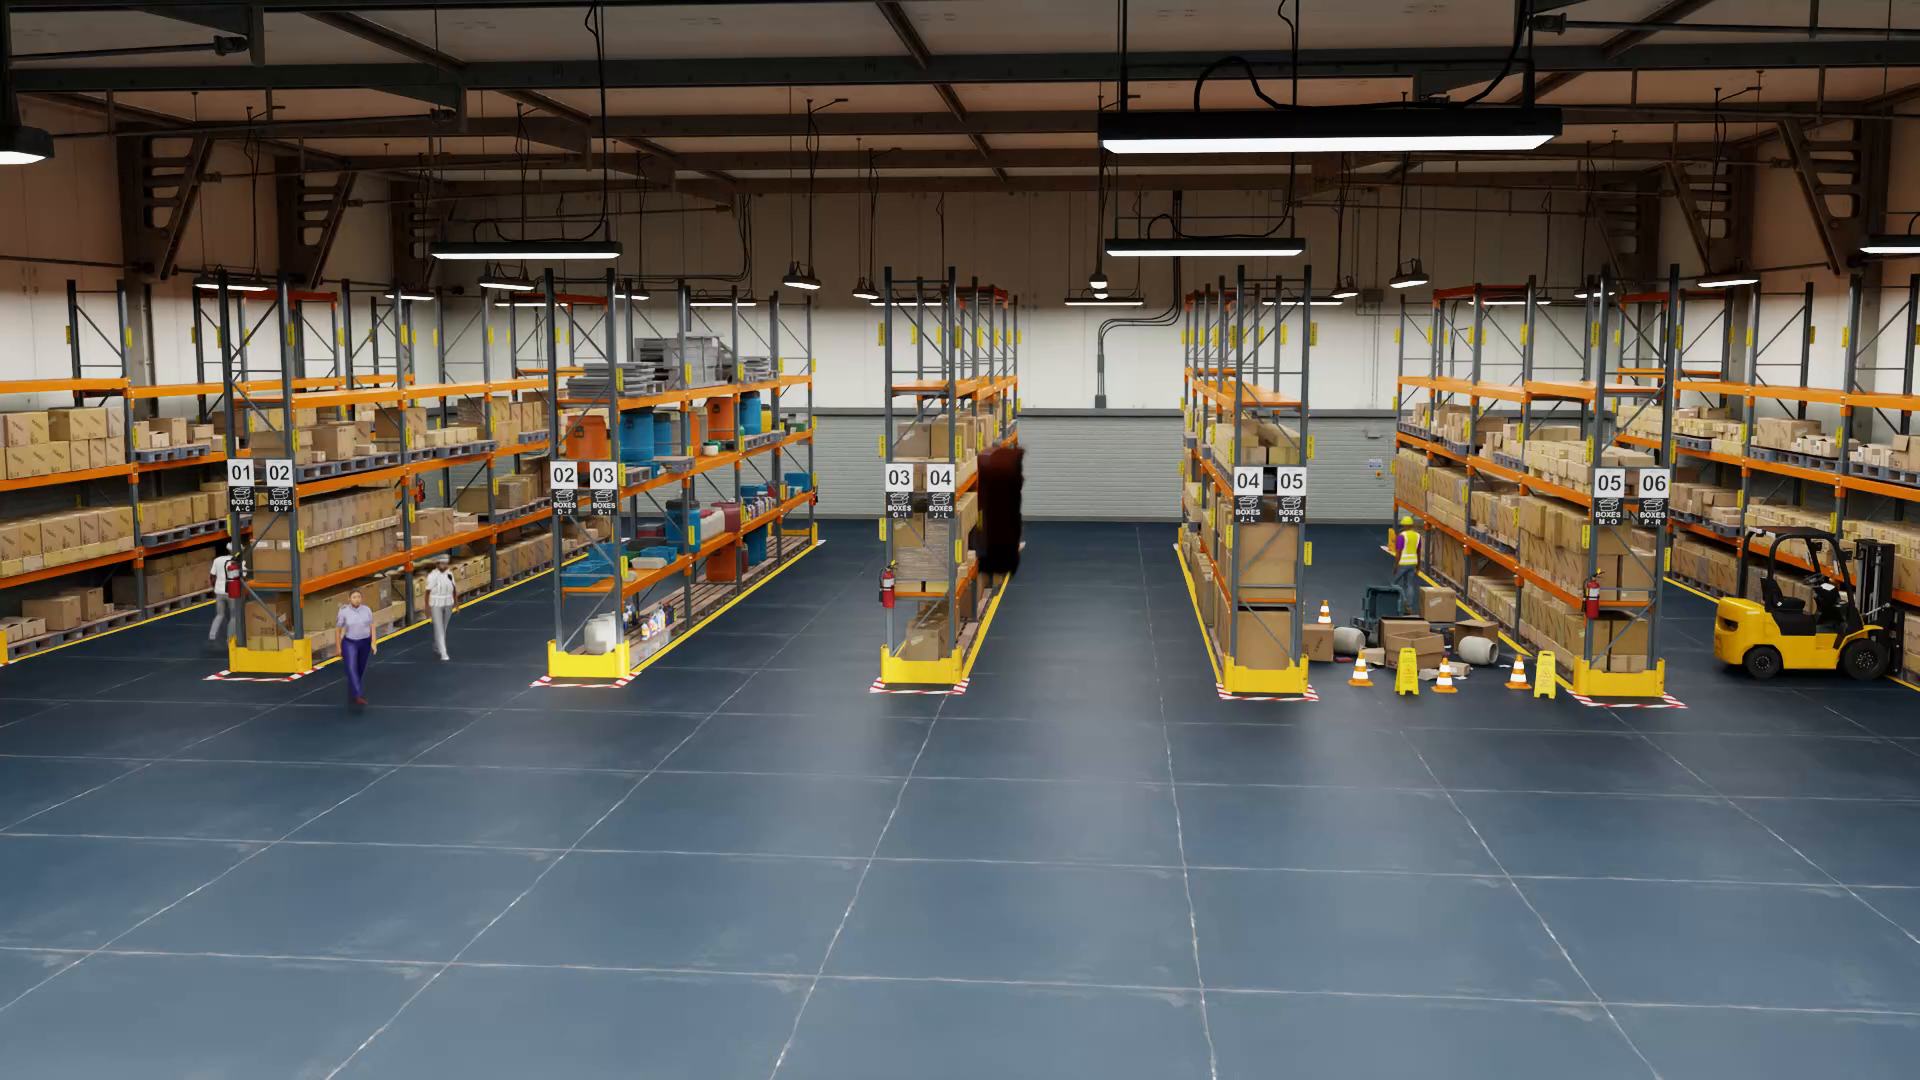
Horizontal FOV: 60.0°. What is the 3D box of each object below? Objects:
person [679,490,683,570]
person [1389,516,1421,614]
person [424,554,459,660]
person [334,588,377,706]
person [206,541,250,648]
[{"bbox_3d":[-5.997,-0.229,35.852,0.659,1.768,0.417,1,7,7],"label":"person"},{"bbox_3d":[8.117,0.454,30.292,0.611,1.770,0.415,-3,8,-24],"label":"person"},{"bbox_3d":[-8.085,1.026,25.965,0.497,1.620,0.985,-7,10,-43],"label":"person"},{"bbox_3d":[-8.195,1.449,22.639,1.030,1.586,0.521,6,9,42],"label":"person"},{"bbox_3d":[-11.842,0.886,26.875,0.620,1.736,0.696,1,7,8],"label":"person"}]
